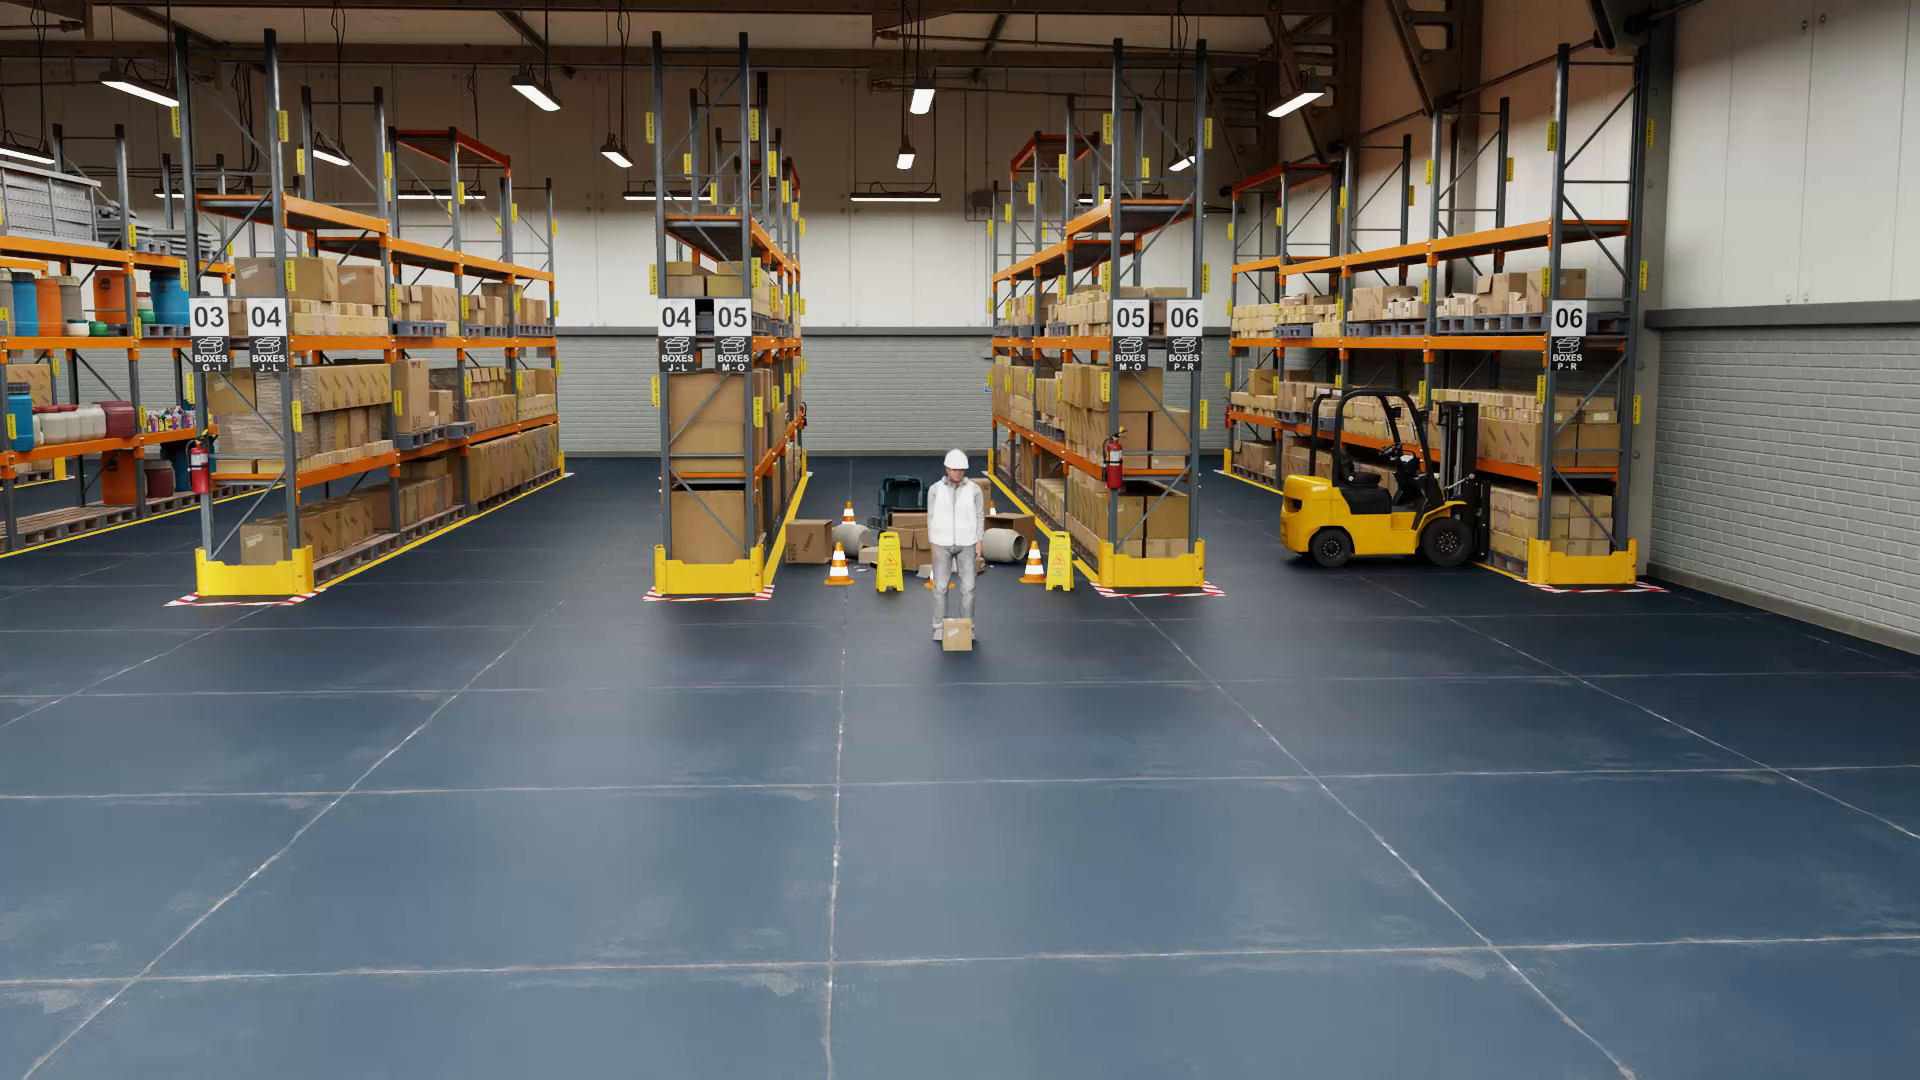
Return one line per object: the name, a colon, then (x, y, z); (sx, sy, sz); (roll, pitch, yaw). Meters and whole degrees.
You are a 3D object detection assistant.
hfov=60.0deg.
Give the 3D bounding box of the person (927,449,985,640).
person: (-0.035, 0.041, 15.335); (0.533, 1.765, 0.357); (0, 7, -3)
